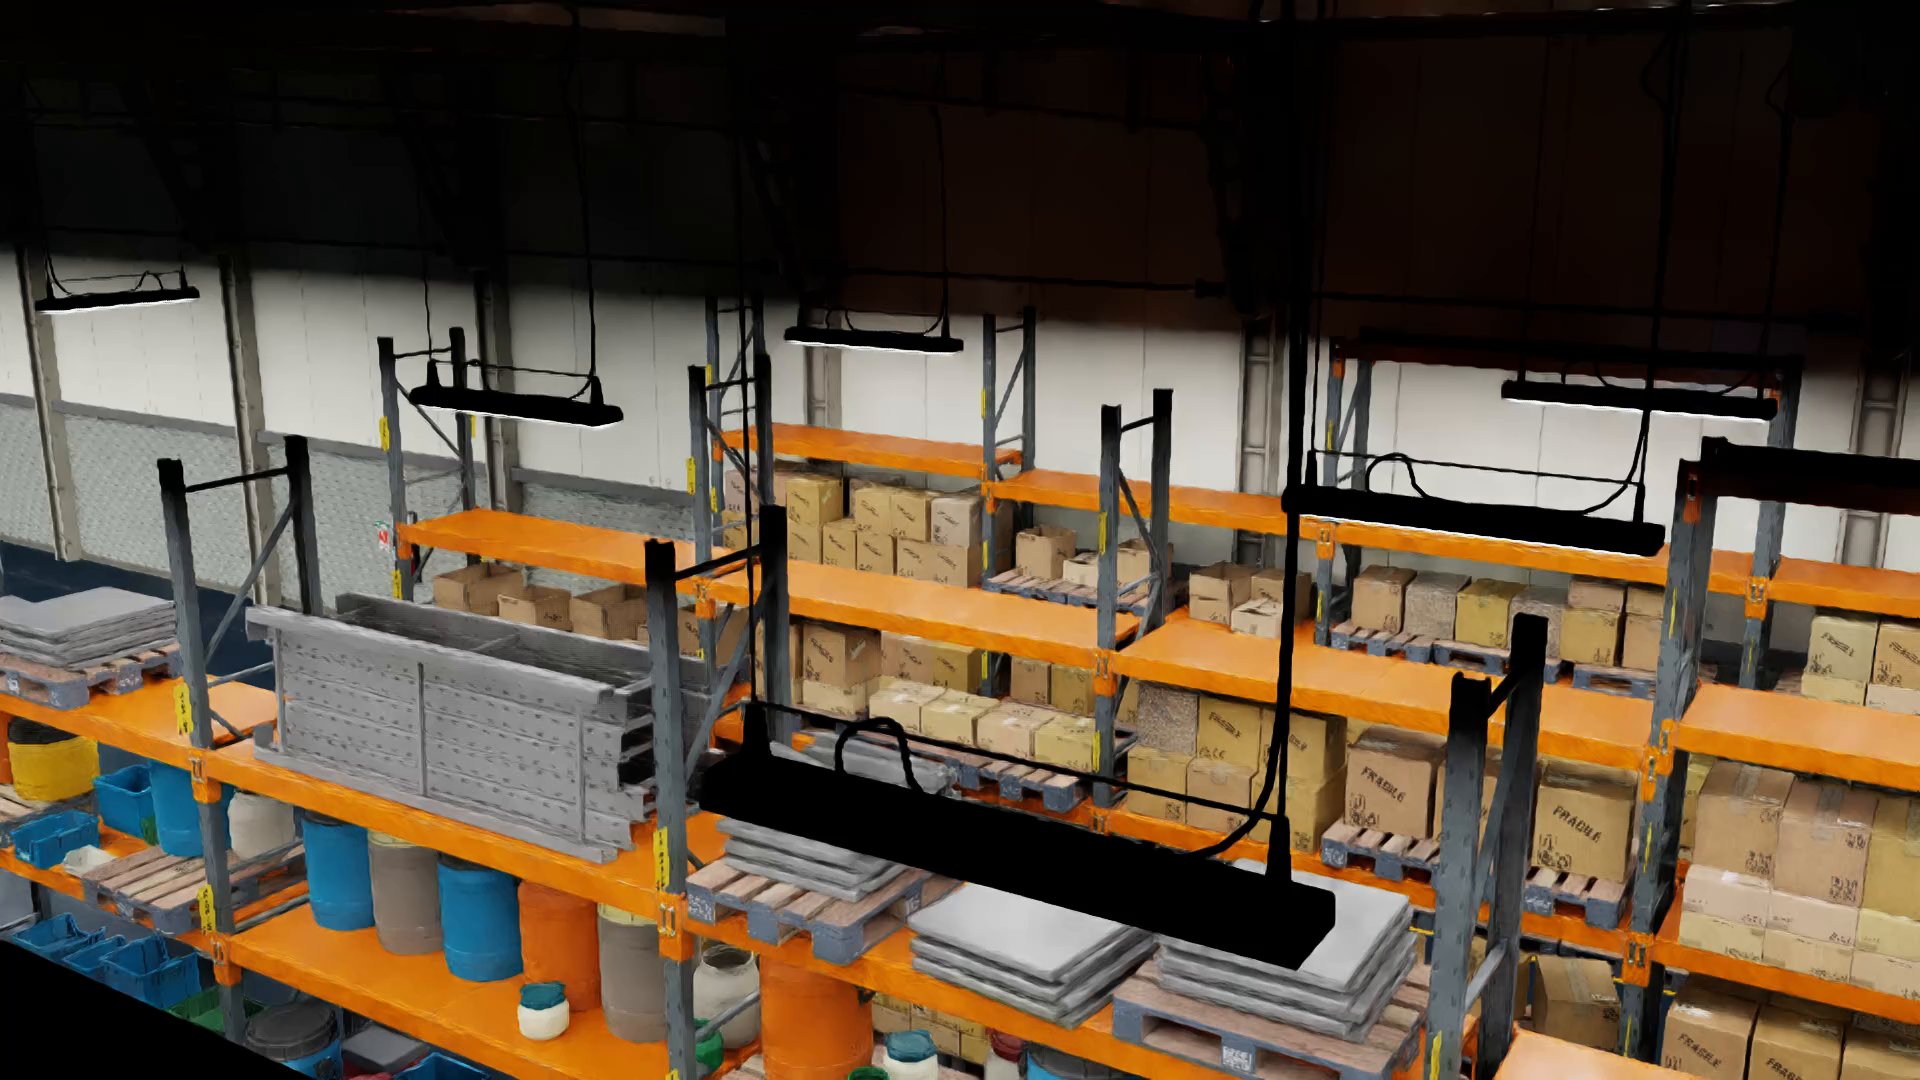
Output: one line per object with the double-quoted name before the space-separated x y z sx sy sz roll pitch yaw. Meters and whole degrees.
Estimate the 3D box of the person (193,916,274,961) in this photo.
"person" -7.027 3.357 16.214 1.140 1.654 0.540 8 16 30
